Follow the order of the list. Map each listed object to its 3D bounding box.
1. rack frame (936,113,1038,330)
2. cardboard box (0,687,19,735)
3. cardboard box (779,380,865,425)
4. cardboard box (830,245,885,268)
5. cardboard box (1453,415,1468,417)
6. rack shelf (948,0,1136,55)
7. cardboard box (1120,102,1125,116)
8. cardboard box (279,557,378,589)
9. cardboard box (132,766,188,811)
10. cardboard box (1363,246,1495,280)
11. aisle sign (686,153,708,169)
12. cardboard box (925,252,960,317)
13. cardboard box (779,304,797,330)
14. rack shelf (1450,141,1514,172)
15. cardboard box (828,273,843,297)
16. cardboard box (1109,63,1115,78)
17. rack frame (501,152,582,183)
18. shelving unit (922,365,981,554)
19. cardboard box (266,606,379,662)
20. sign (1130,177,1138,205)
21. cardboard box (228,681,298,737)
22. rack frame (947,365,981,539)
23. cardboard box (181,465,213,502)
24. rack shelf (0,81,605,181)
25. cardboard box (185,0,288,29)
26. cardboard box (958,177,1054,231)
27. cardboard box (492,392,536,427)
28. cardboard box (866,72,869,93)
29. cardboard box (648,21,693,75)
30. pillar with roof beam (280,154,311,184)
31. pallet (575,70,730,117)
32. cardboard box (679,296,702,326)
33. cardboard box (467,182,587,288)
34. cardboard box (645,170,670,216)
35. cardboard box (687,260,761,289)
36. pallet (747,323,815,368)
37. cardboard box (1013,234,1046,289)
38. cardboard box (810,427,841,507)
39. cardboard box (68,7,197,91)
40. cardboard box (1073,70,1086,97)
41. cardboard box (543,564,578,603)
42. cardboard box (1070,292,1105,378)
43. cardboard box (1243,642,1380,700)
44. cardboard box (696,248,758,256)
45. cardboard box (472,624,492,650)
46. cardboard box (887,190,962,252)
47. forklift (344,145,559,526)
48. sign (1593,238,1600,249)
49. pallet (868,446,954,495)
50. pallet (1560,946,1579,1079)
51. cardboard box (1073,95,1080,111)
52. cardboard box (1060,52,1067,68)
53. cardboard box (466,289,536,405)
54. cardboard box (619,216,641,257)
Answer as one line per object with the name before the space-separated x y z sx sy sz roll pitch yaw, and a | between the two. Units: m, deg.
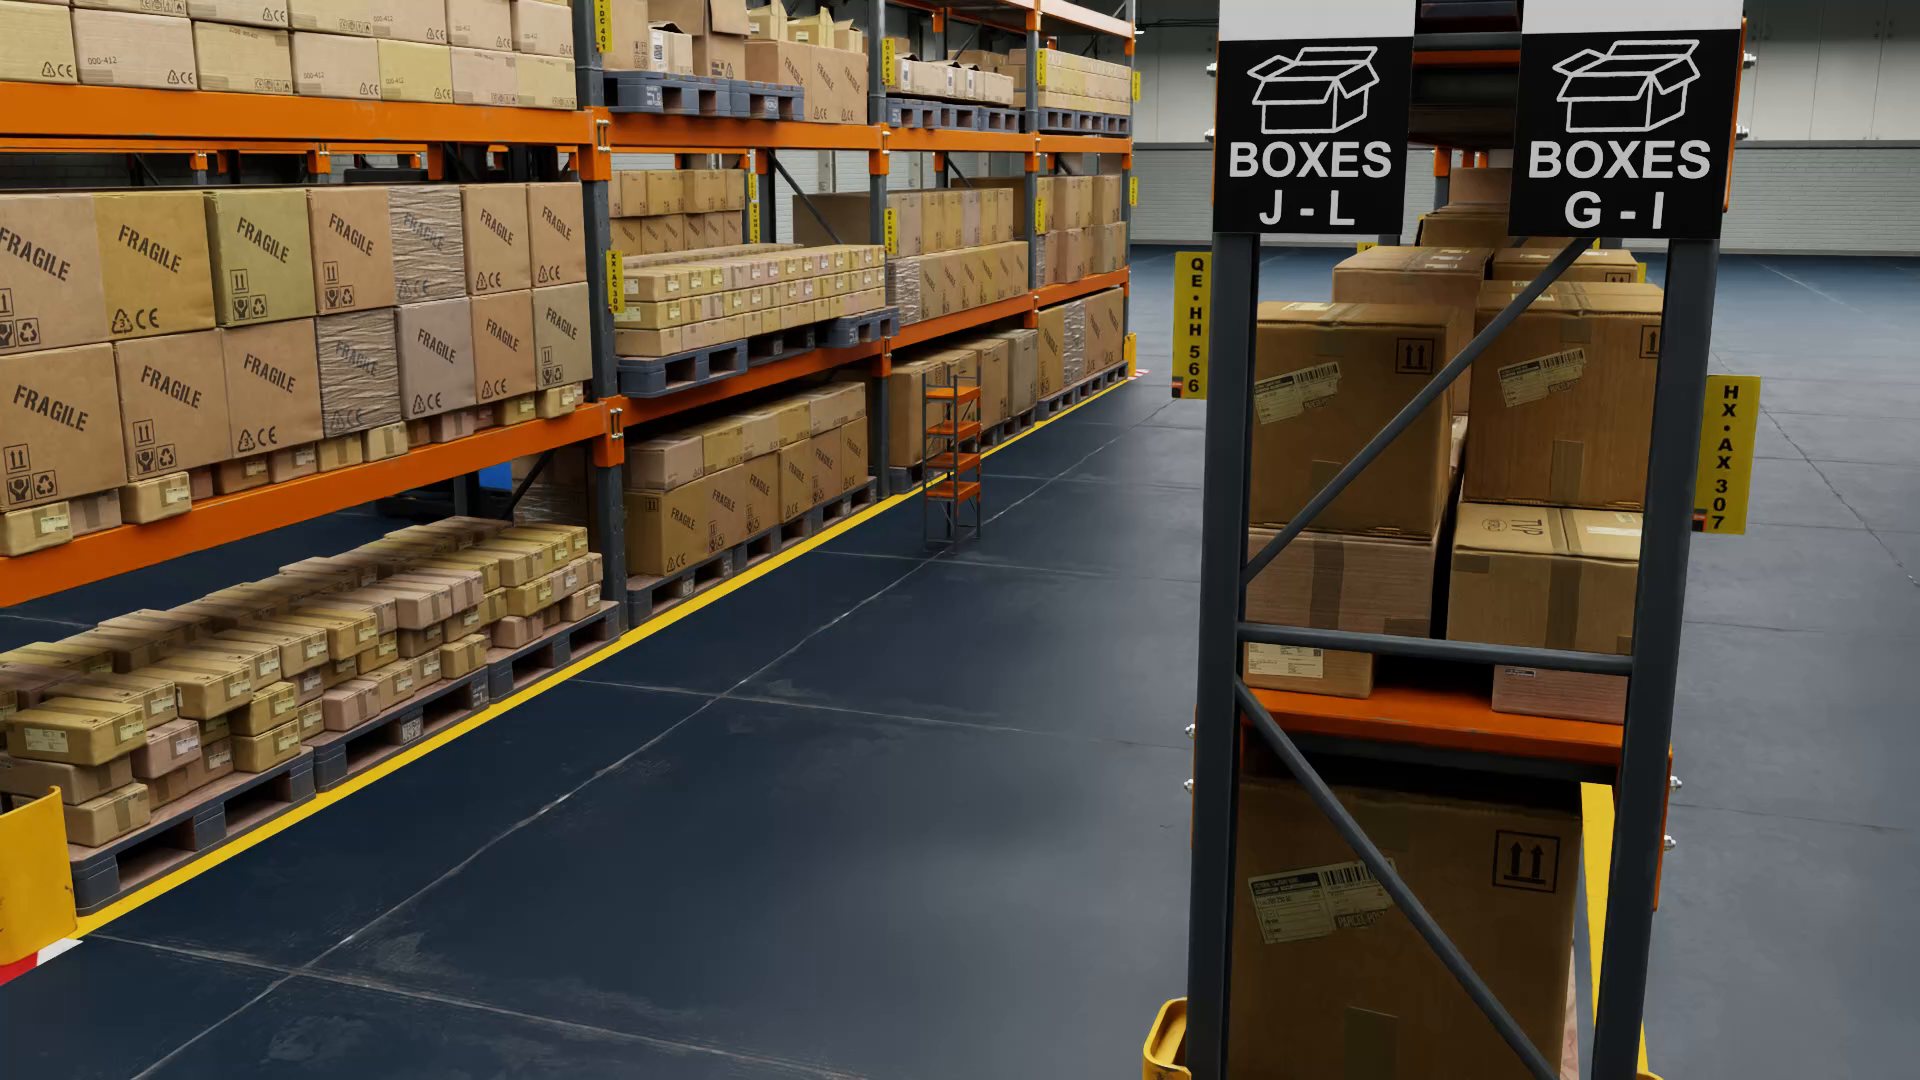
rack frame | 0.255 -2.658 16.393 1.000 3.000 0.127 4 14 18
cardboard box | -3.696 0.634 6.096 0.380 0.149 0.250 5 14 19
cardboard box | -1.012 -1.005 12.138 0.500 0.250 0.500 4 13 17
cardboard box | -0.764 -2.052 12.022 0.380 0.149 0.250 4 13 16
cardboard box | 1.600 -0.373 6.052 0.500 0.250 0.500 5 14 20
rack shelf | 0.902 -5.458 17.695 1.077 0.370 4.000 4 14 18
cardboard box | 1.680 -4.946 19.074 0.380 0.149 0.250 4 14 19
cardboard box | -3.043 0.194 8.024 0.380 0.149 0.250 5 14 20
cardboard box | -3.148 0.905 6.244 0.380 0.149 0.250 4 14 18
cardboard box | 1.931 -0.950 6.895 0.500 0.500 0.500 4 14 18
aisle sign | -3.440 -5.138 21.417 0.394 0.787 0.004 4 14 18
cardboard box | -0.313 -2.153 13.956 0.500 0.500 0.500 4 14 18
cardboard box | -1.268 -1.434 10.651 0.380 0.149 0.250 4 13 16
rack shelf | 4.269 -2.970 12.637 1.077 0.370 4.000 4 14 18
cardboard box | -1.017 -1.742 11.331 0.380 0.149 0.250 4 14 19
cardboard box | 1.514 -5.226 18.507 0.380 0.149 0.250 5 14 19
rack frame | -4.461 -2.993 17.862 1.000 3.000 0.127 4 14 18
shelving unit | -0.054 -0.550 11.202 0.258 1.200 0.503 4 14 18
cardboard box | -2.729 0.399 7.124 0.380 0.149 0.250 5 14 19
sign | 2.059 -4.138 19.744 0.100 0.325 0.005 4 14 18
cardboard box | -2.892 0.659 6.654 0.380 0.149 0.250 5 14 20
rack frame | 0.025 -0.601 11.427 0.240 1.200 0.015 4 14 18
cardboard box | -3.077 -0.228 6.308 0.380 0.149 0.250 5 14 21
rack shelf | -2.980 -1.664 6.915 1.077 0.370 4.000 4 14 18
cardboard box | -2.897 -2.054 6.218 0.500 0.250 0.500 5 14 19
cardboard box | 0.475 -3.457 17.130 0.875 0.550 0.550 4 14 18
cardboard box | -2.327 -0.660 8.204 0.380 0.149 0.250 5 14 21
cardboard box | -0.779 -3.468 12.597 0.380 0.149 0.250 4 13 16
cardboard box | -1.850 -2.768 9.388 0.500 0.311 0.500 4 14 18
pillar with roof beam | -4.869 -6.725 20.730 9.100 9.000 0.400 4 14 18
pallet | -2.032 -2.467 9.236 1.213 0.211 1.003 4 14 18
cardboard box | -1.688 -1.306 9.420 0.380 0.149 0.250 4 13 17
cardboard box | -2.229 -1.537 8.339 0.500 0.500 0.500 4 13 16
cardboard box | -3.739 -3.961 18.963 0.700 0.500 0.500 4 13 17
cardboard box | -1.435 -1.615 10.107 0.380 0.149 0.250 4 14 18
pallet | -1.641 -1.303 10.886 1.003 0.211 1.213 4 14 18
cardboard box | 0.363 -2.810 16.721 0.875 0.550 0.550 4 14 18
cardboard box | -1.176 -0.536 11.768 0.500 0.500 0.500 5 14 21
cardboard box | -3.066 -1.708 5.824 0.500 0.250 0.500 5 14 20
cardboard box | 1.003 -4.741 17.280 0.500 0.250 0.500 4 14 18
cardboard box | -2.210 0.213 8.606 0.380 0.149 0.250 4 13 16
cardboard box | 1.110 -2.336 18.814 0.875 0.875 0.875 4 13 18
cardboard box | 0.837 0.271 4.126 0.380 0.149 0.250 5 14 19
cardboard box | -1.626 -1.941 11.535 0.380 0.149 0.250 4 13 16
cardboard box | -2.525 0.474 8.133 0.380 0.149 0.250 4 13 17
cardboard box | -0.393 -2.768 14.405 0.700 0.500 0.500 4 14 18
forklift | -3.721 -1.676 12.246 3.031 2.935 1.130 7 15 28
sign | 4.148 -1.963 10.745 0.100 0.325 0.005 4 14 18
pallet | -0.712 -0.617 13.717 1.003 0.211 1.213 4 14 18
pallet | 1.218 1.432 4.738 1.003 0.211 1.213 4 14 18
cardboard box | 1.022 -4.518 17.198 0.380 0.149 0.250 4 13 17
cardboard box | 0.858 -4.800 16.639 0.380 0.149 0.250 4 14 18
cardboard box | -2.391 -0.936 7.955 0.500 0.500 0.500 4 13 17
cardboard box | -3.915 -3.367 18.606 0.500 0.500 0.500 4 14 18
